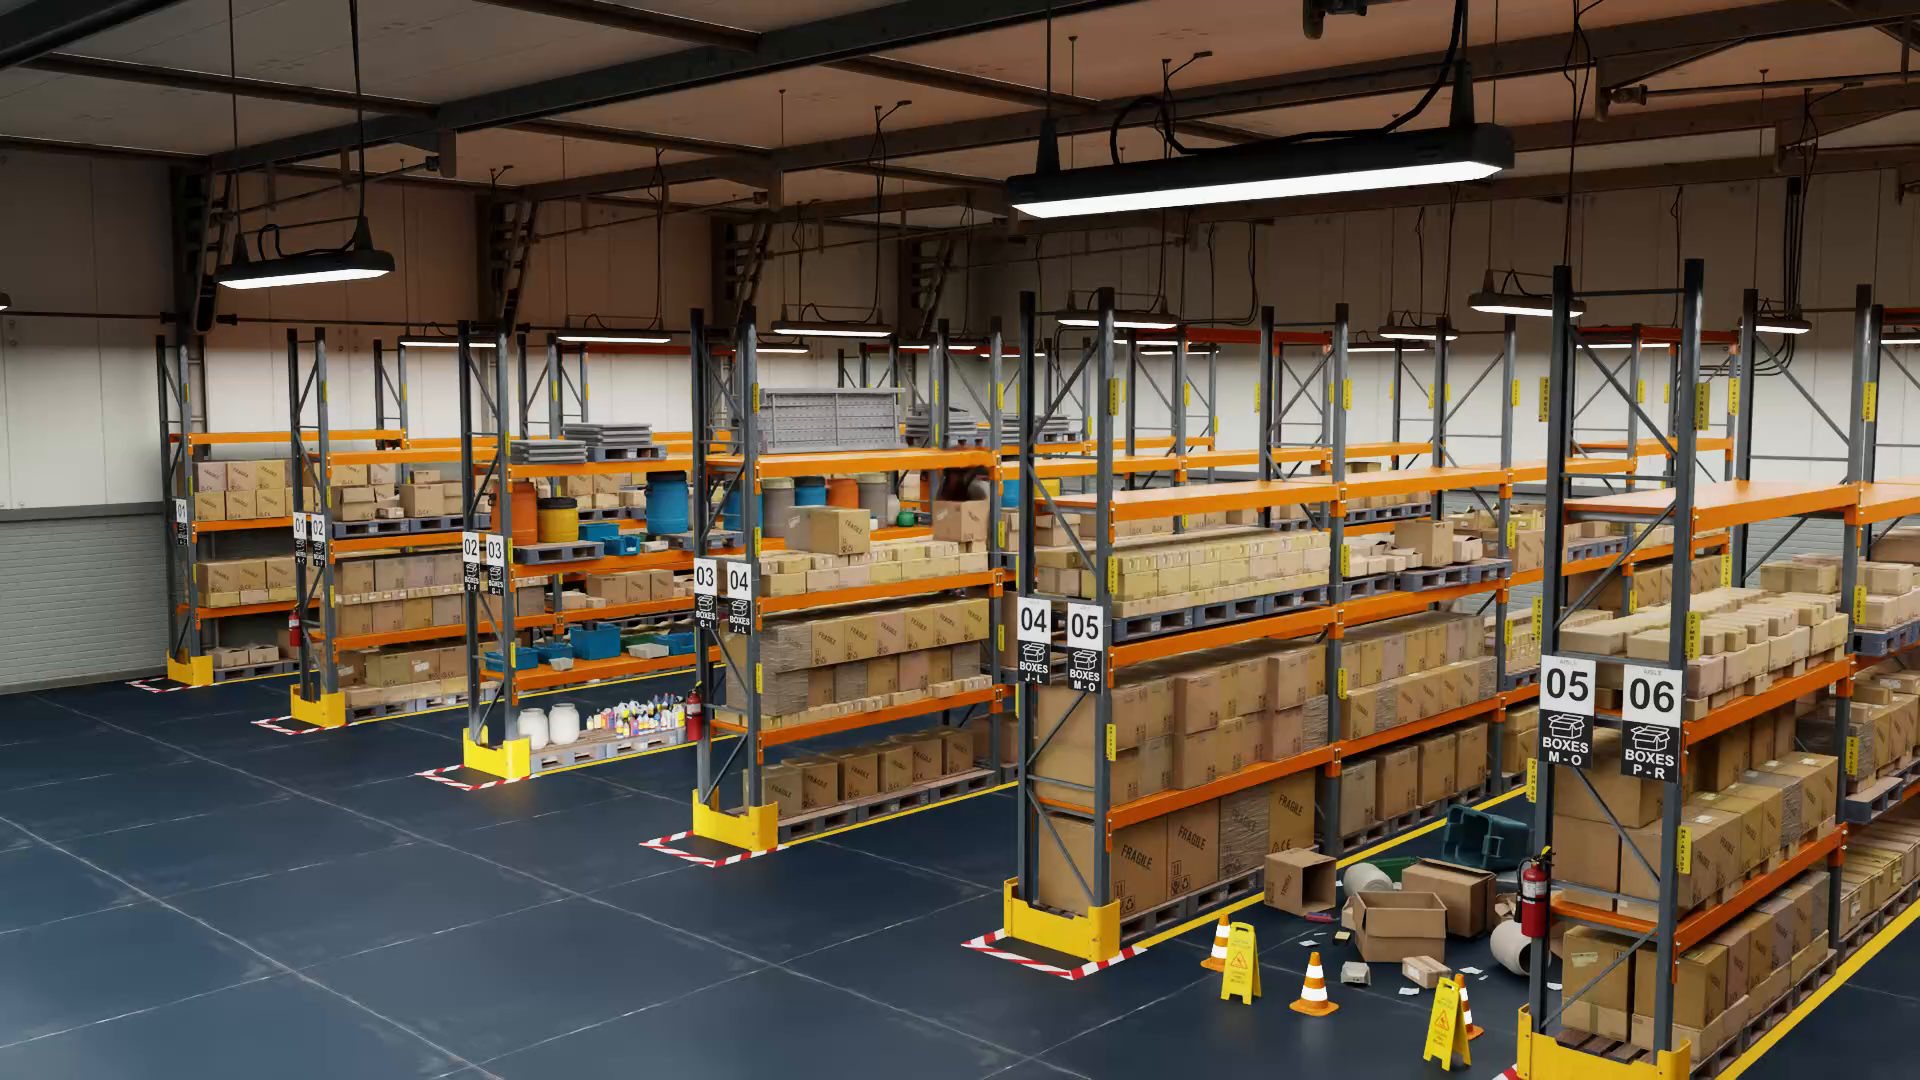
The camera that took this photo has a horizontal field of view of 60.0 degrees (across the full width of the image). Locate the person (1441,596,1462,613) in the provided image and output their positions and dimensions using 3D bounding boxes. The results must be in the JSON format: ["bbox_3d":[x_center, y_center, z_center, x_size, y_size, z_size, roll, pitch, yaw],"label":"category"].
[{"bbox_3d":[9.696,1.217,33.101,0.660,1.669,0.996,-3,6,-27],"label":"person"}]
